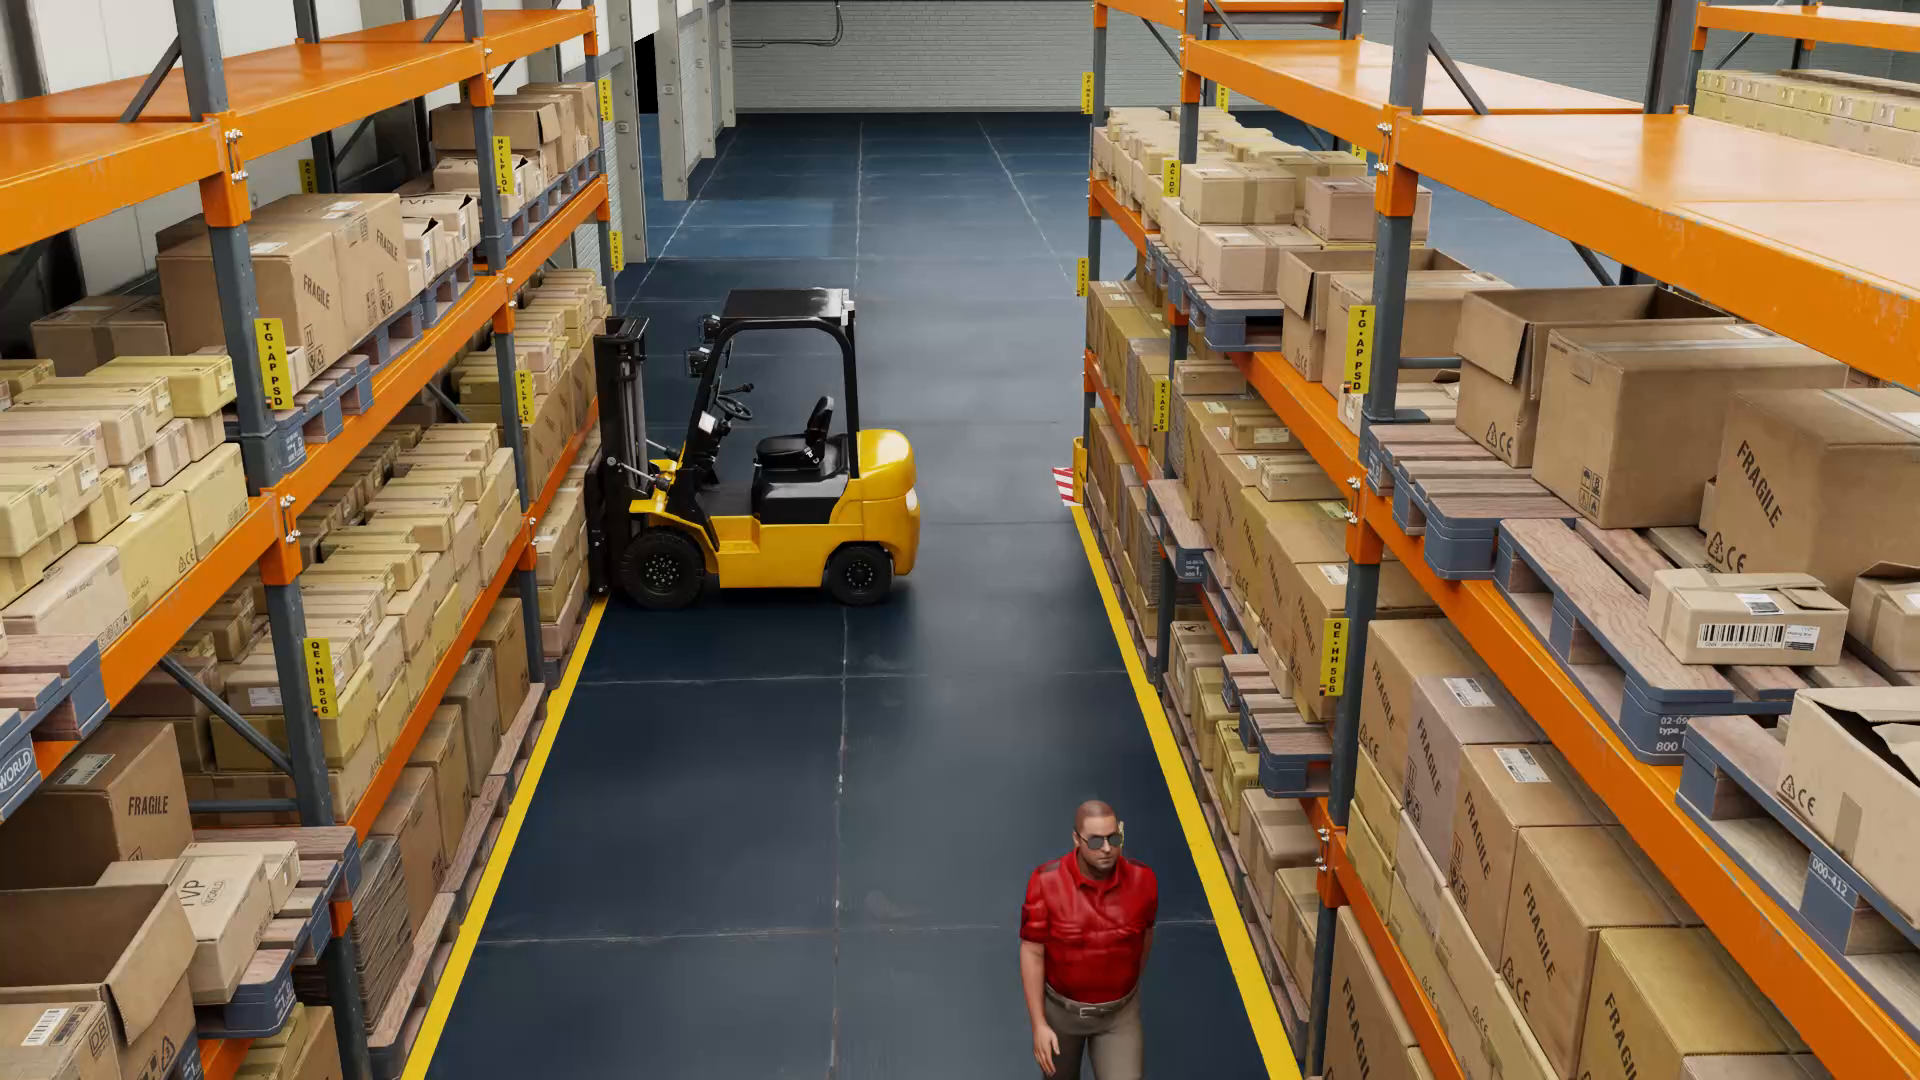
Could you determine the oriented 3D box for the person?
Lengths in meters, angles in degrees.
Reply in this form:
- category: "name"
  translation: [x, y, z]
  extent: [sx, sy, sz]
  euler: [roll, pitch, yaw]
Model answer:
- category: "person"
  translation: [0.487, 1.780, 6.250]
  extent: [0.531, 1.658, 1.036]
  euler: [-1, 20, -2]
